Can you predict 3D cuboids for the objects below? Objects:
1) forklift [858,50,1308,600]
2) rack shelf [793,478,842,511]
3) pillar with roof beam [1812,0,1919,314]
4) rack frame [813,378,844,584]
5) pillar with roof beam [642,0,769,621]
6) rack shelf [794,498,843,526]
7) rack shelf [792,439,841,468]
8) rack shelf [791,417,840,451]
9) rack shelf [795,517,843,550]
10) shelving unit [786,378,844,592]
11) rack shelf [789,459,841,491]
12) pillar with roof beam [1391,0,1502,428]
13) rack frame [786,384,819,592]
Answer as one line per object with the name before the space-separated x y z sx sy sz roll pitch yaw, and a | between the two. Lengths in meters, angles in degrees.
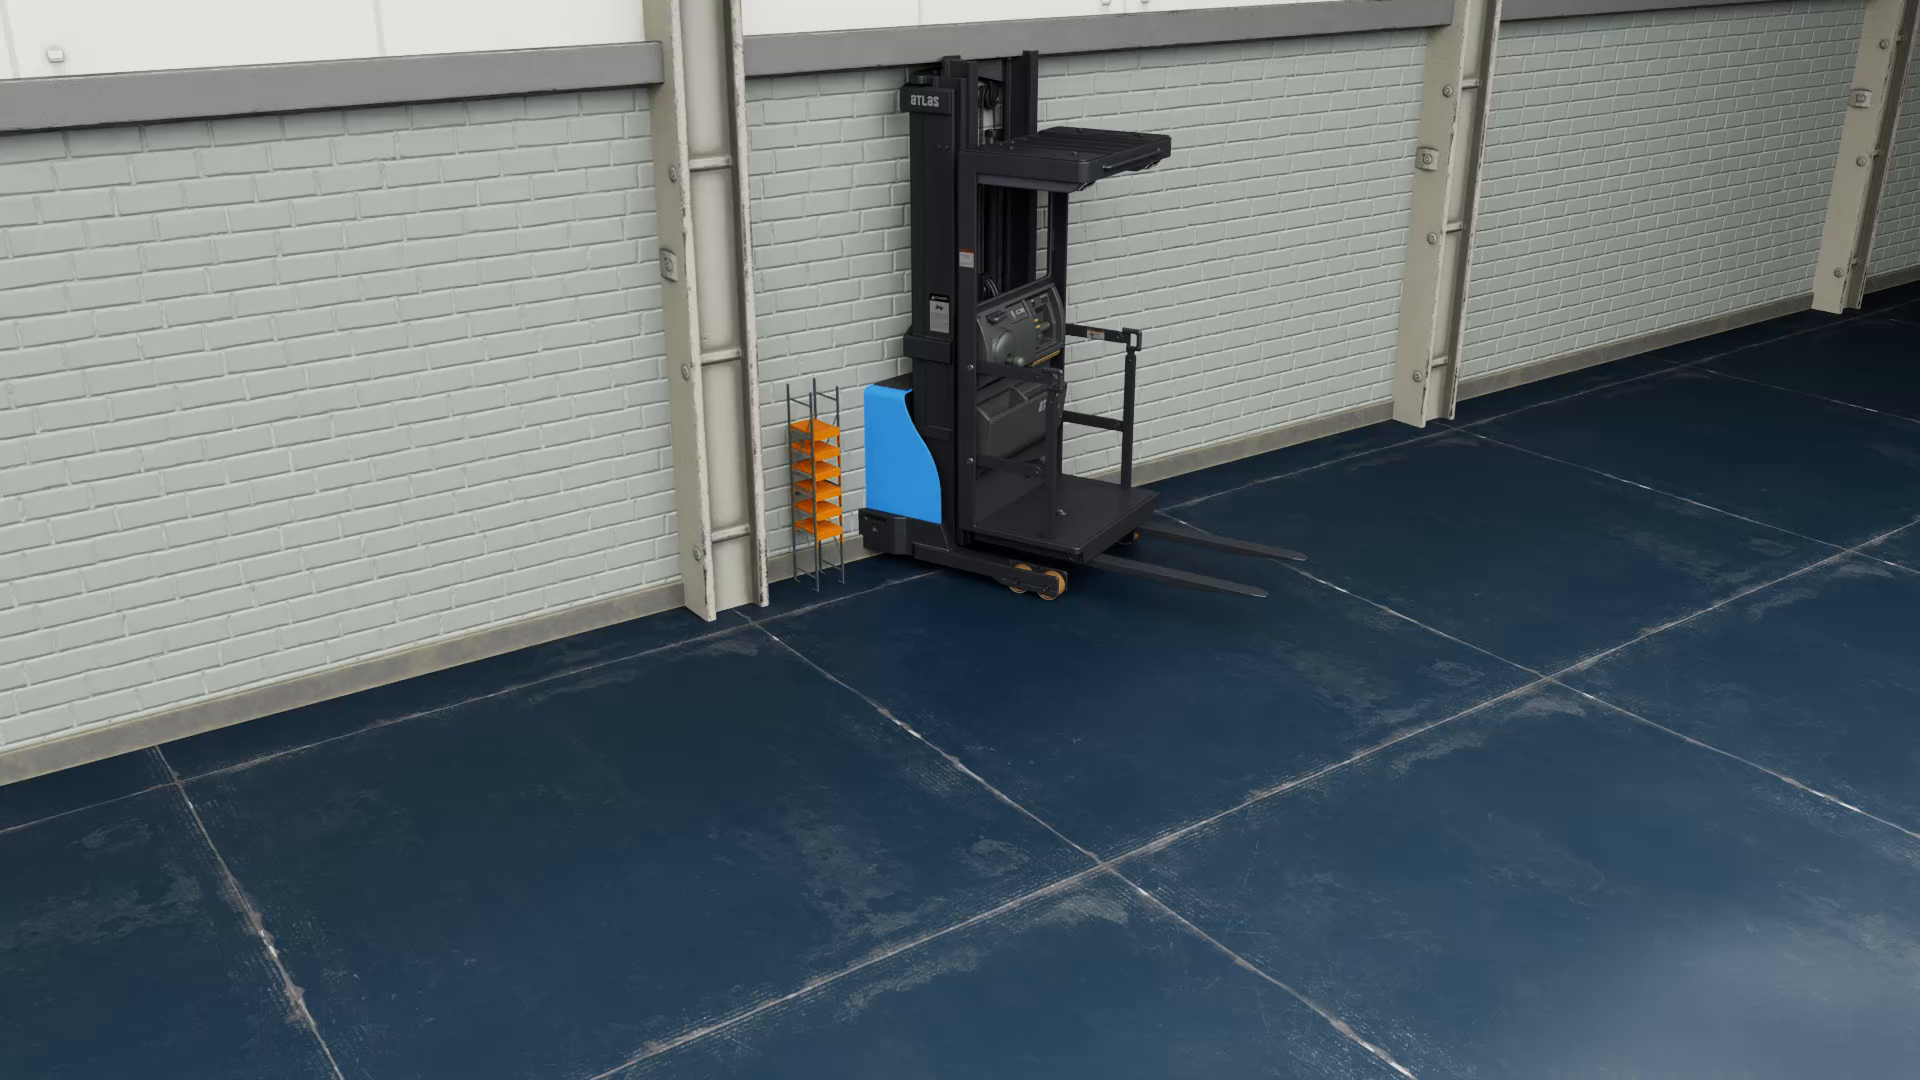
forklift | 0.536 -1.241 9.552 3.031 2.935 1.130 13 25 29
rack shelf | -0.829 -0.271 9.575 0.180 0.103 0.258 -18 28 -37
pillar with roof beam | 10.921 -5.116 11.077 0.400 9.000 9.100 -15 26 -33
rack frame | -0.759 -0.334 9.614 0.006 1.200 0.240 -18 28 -37
pillar with roof beam | 1.180 -2.519 4.567 0.400 9.000 9.100 -15 26 -33
rack shelf | -0.829 -0.159 9.620 0.180 0.103 0.258 -18 28 -37
rack shelf | -0.829 -0.493 9.486 0.180 0.103 0.258 -18 28 -37
rack shelf | -0.829 -0.605 9.442 0.180 0.103 0.258 -18 28 -37
rack shelf | -0.829 -0.048 9.664 0.180 0.103 0.258 -18 28 -37
shelving unit | -0.829 -0.312 9.559 0.189 1.200 0.258 -18 28 -37
rack shelf | -0.829 -0.382 9.531 0.180 0.103 0.258 -18 28 -37
pillar with roof beam | 6.051 -3.818 7.822 0.400 9.000 9.100 -15 26 -33
rack frame | -0.898 -0.290 9.504 0.006 1.200 0.240 -18 28 -37
